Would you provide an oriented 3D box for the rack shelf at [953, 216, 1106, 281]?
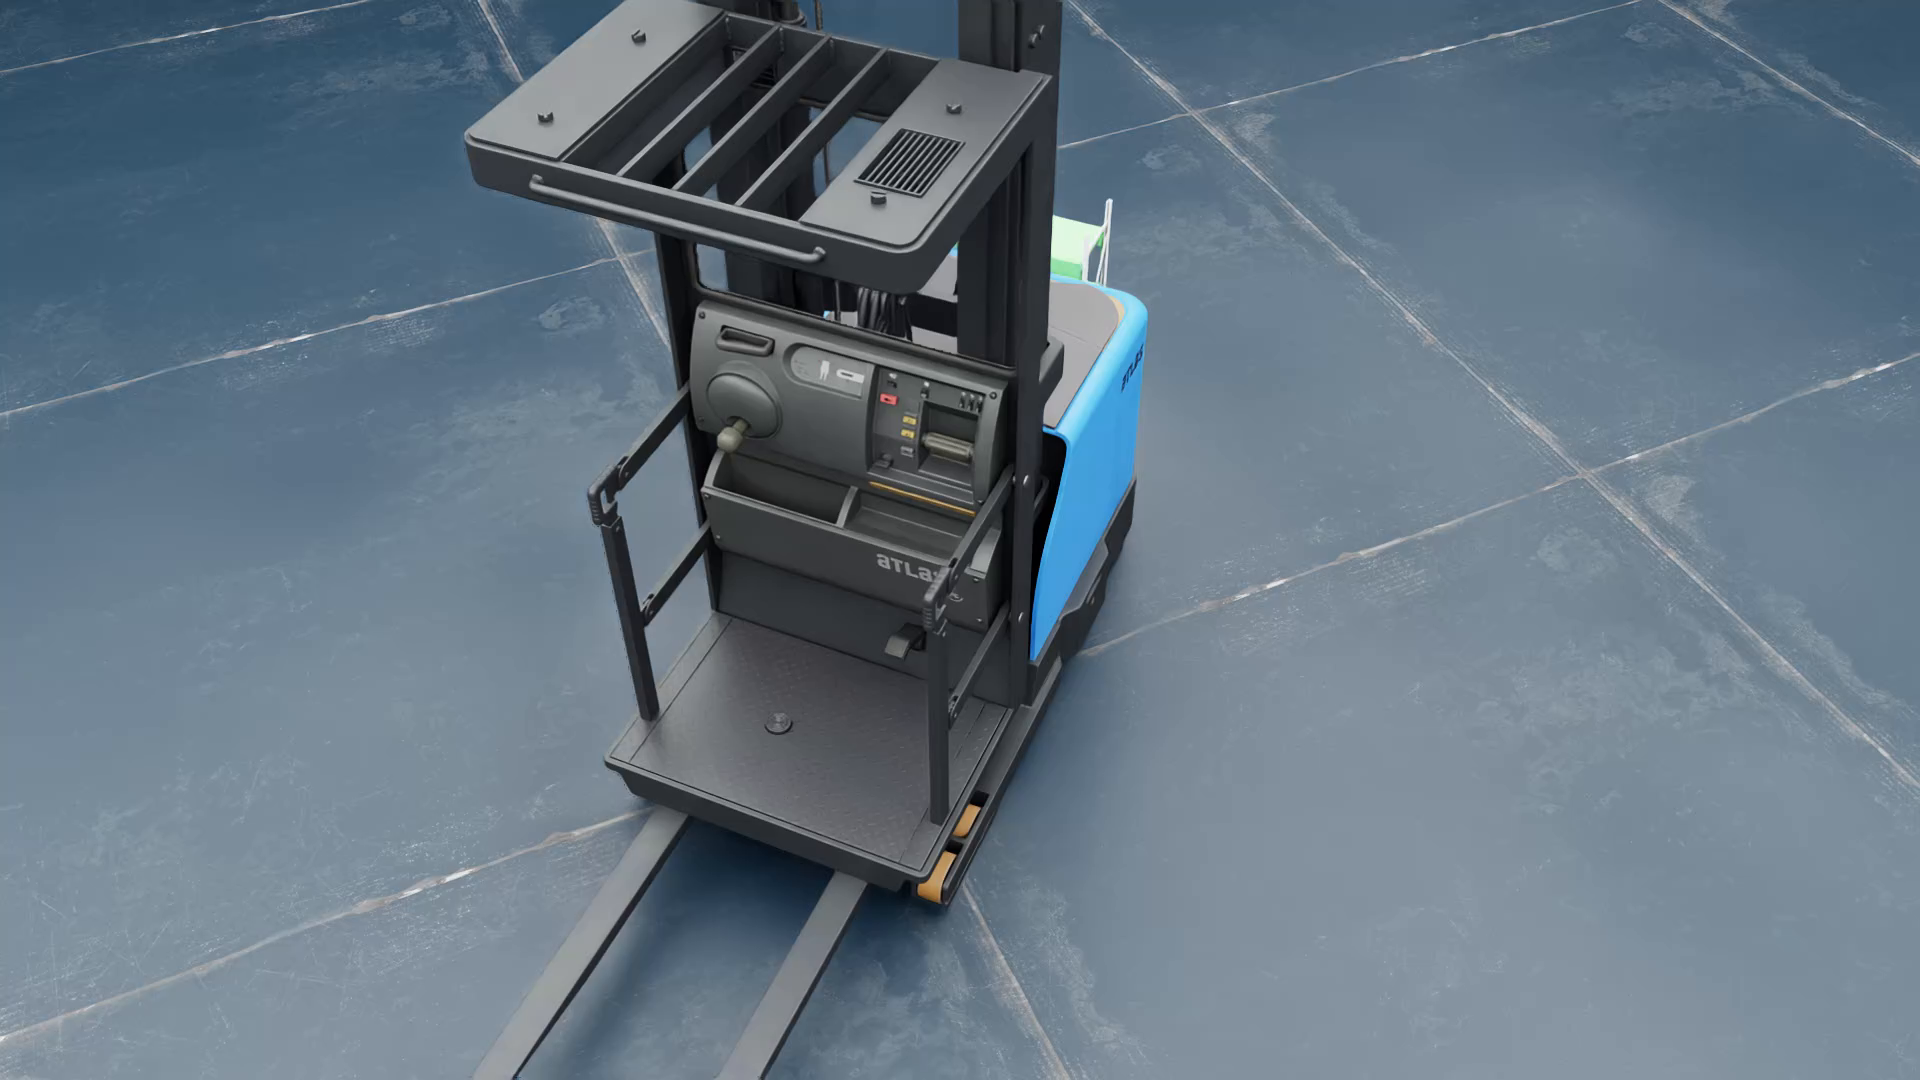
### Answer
[{"bbox_3d":[0.246,-1.034,5.850,0.480,0.148,0.258,17,47,16],"label":"rack shelf"}]

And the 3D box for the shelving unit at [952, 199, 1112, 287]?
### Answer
[{"bbox_3d":[0.245,-0.737,6.141,0.503,1.200,0.258,17,47,16],"label":"shelving unit"}]

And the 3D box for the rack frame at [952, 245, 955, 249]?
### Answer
[{"bbox_3d":[0.021,-0.805,6.210,0.015,1.200,0.240,17,47,16],"label":"rack frame"}]

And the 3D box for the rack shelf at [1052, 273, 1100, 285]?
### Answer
[{"bbox_3d":[0.245,-0.862,6.018,0.480,0.148,0.258,17,47,16],"label":"rack shelf"}]

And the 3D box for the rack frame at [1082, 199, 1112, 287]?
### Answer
[{"bbox_3d":[0.469,-0.668,6.072,0.015,1.200,0.240,17,47,16],"label":"rack frame"}]

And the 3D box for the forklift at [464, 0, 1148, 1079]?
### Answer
[{"bbox_3d":[-0.408,-0.277,4.444,1.130,2.935,3.031,17,47,16],"label":"forklift"}]
